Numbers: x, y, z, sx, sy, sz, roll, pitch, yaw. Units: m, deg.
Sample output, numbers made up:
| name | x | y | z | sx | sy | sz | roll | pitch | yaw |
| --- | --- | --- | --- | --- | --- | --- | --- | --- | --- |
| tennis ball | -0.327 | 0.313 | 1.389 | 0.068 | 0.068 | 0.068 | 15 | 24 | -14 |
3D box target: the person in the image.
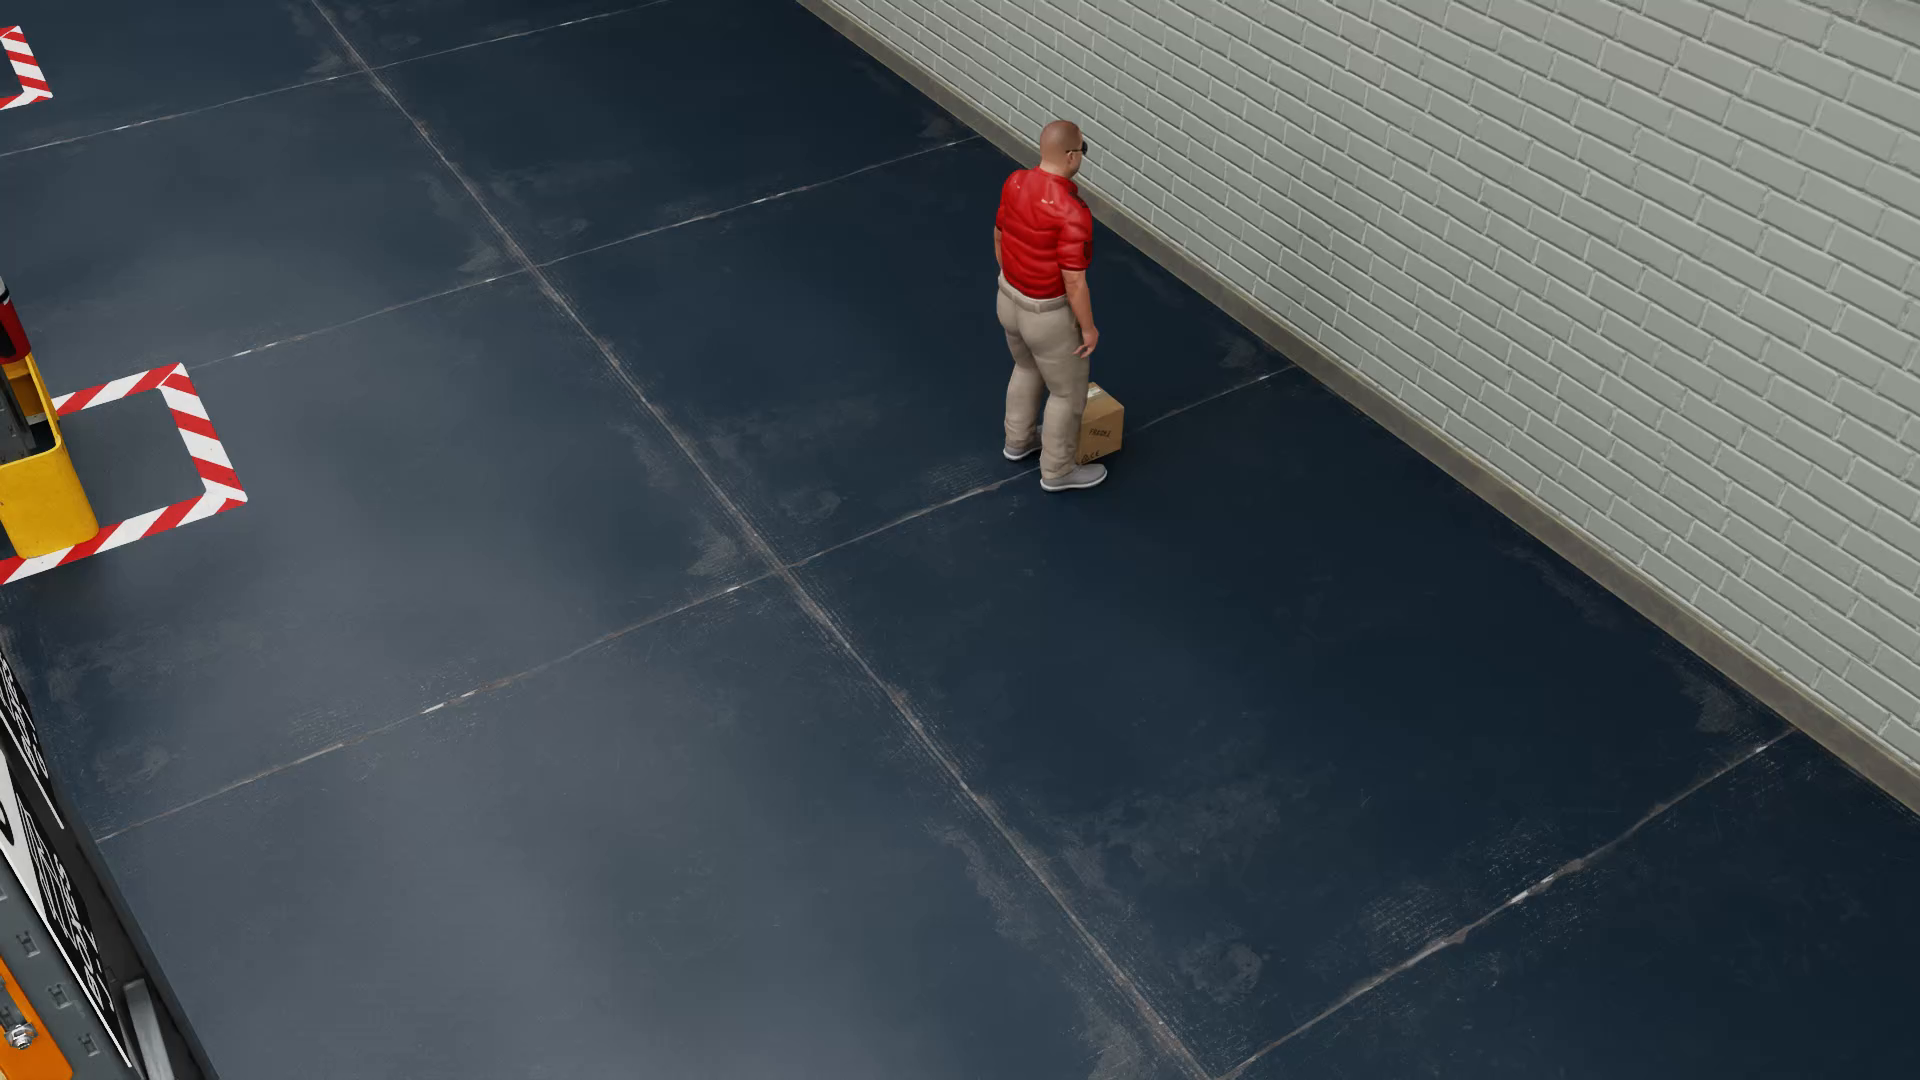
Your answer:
| name | x | y | z | sx | sy | sz | roll | pitch | yaw |
| --- | --- | --- | --- | --- | --- | --- | --- | --- | --- |
| person | 0.390 | -1.030 | 7.373 | 0.394 | 1.726 | 0.604 | -25 | 47 | -27 |
